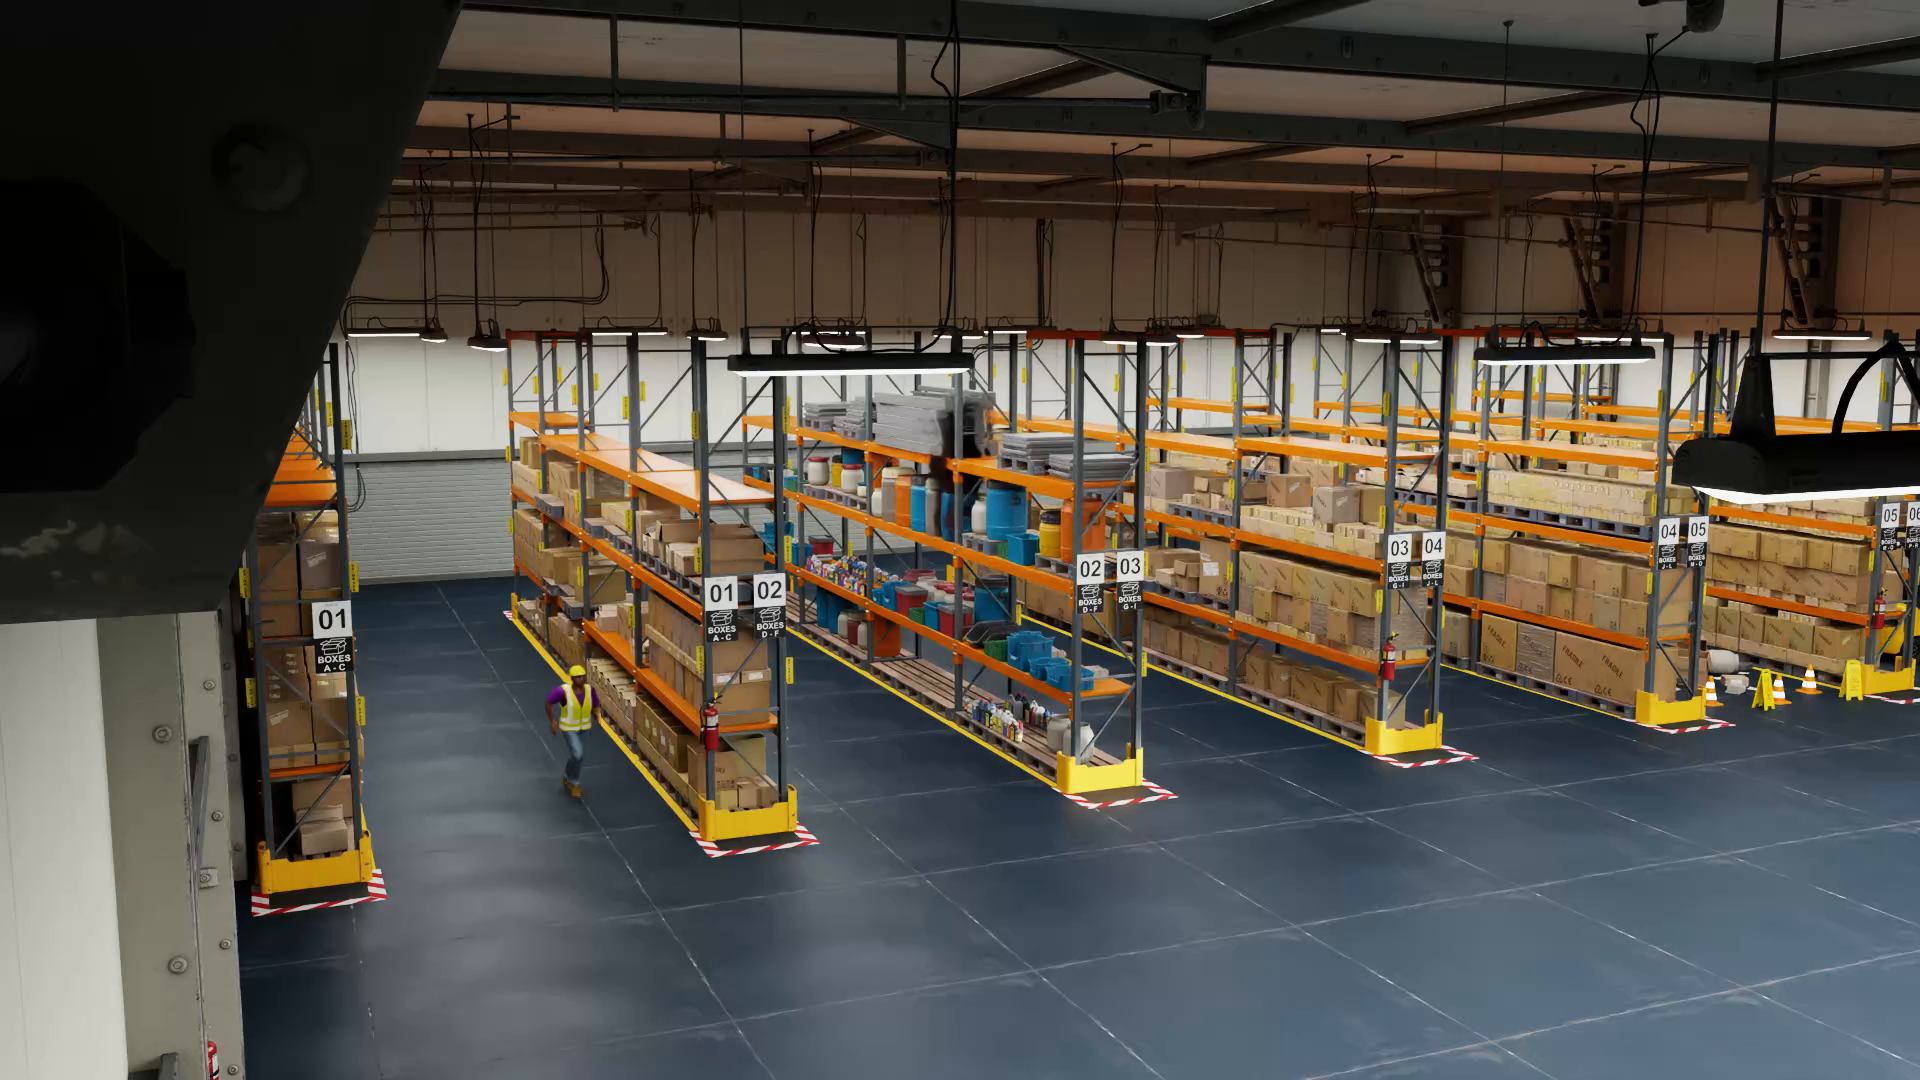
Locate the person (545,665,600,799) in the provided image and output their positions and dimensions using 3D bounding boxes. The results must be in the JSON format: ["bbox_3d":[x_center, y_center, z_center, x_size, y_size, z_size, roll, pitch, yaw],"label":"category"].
[{"bbox_3d":[-5.068,2.511,21.912,0.645,1.779,0.823,-7,10,-41],"label":"person"}]

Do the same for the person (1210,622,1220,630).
[{"bbox_3d":[4.970,1.133,31.989,0.673,1.724,0.630,-3,8,-22],"label":"person"}]
